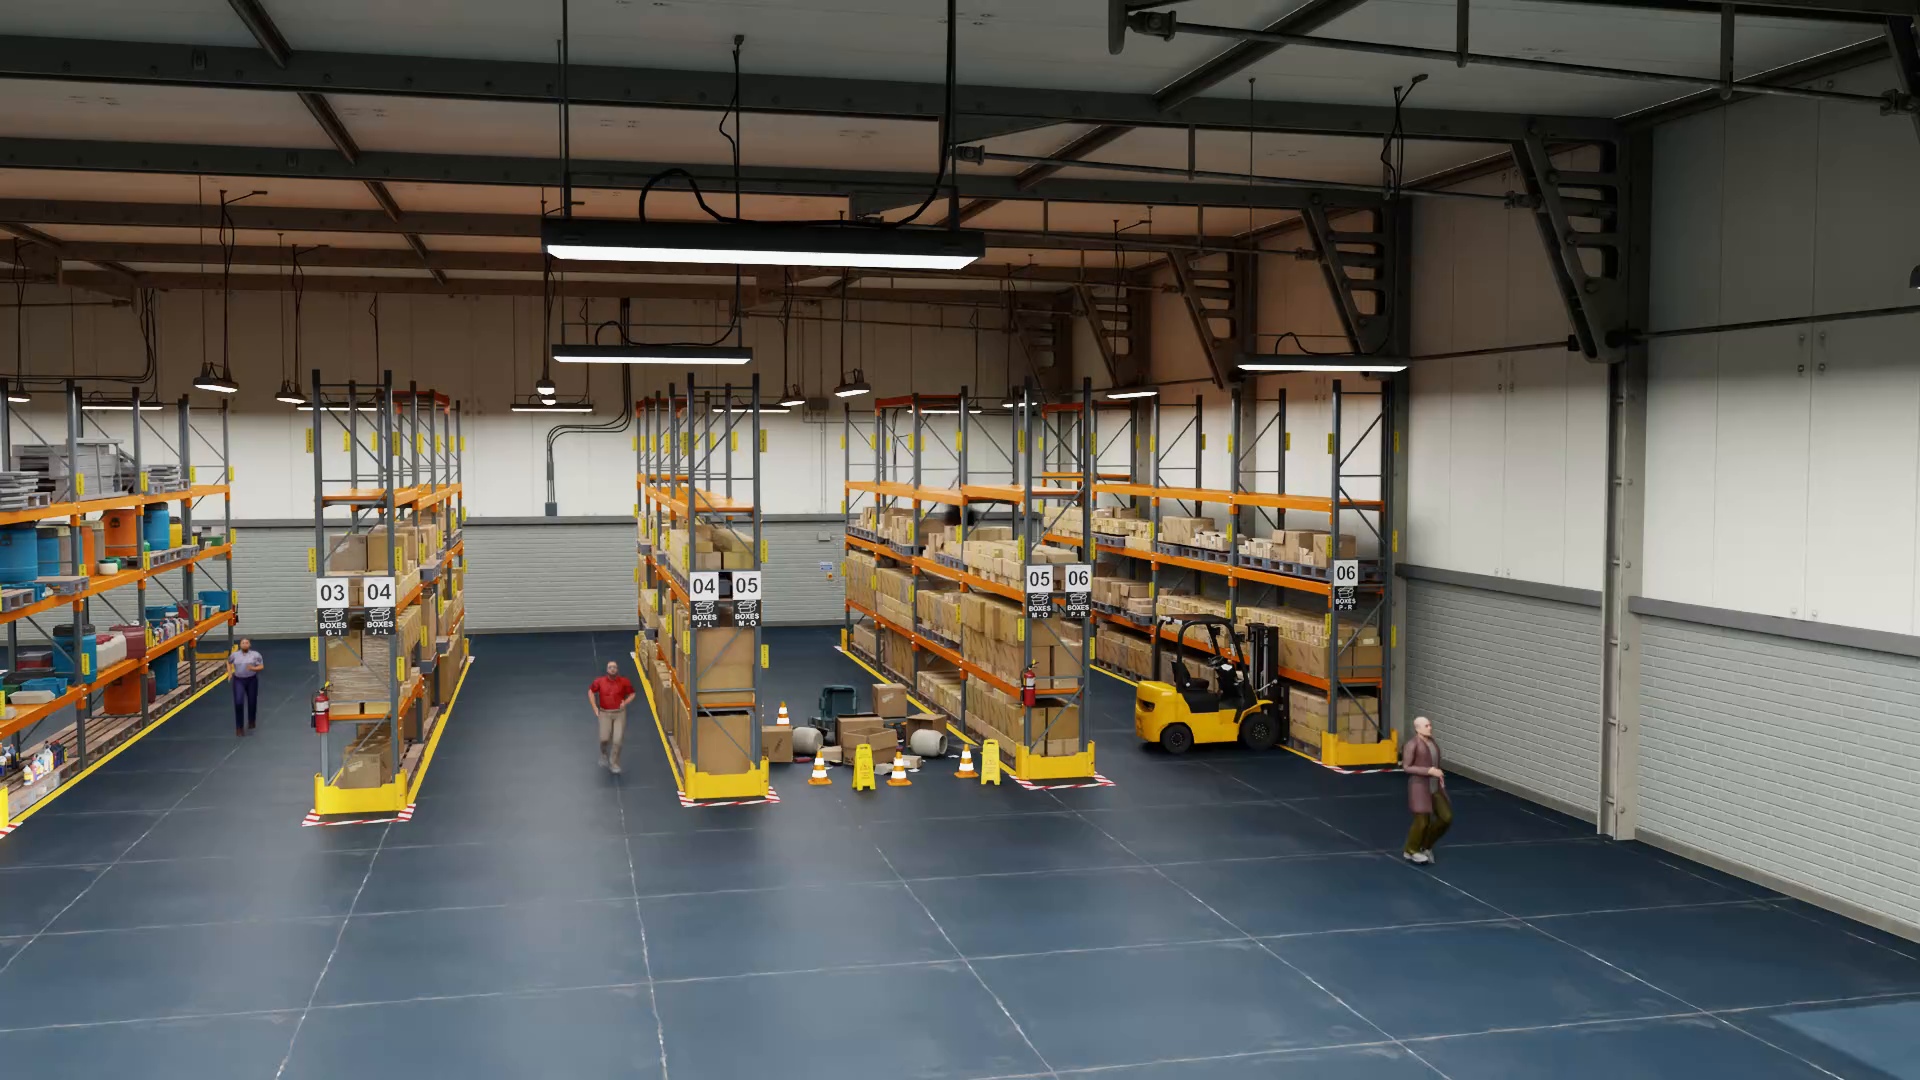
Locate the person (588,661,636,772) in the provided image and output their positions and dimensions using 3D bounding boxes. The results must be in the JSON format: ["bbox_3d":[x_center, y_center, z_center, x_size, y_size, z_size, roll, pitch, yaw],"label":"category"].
[{"bbox_3d":[-5.287,2.693,25.313,0.710,1.694,0.563,-1,3,-13],"label":"person"}]

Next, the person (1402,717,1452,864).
[{"bbox_3d":[5.562,2.988,19.722,0.692,1.769,0.686,-2,4,-32],"label":"person"}]

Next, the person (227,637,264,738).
[{"bbox_3d":[-12.341,2.521,28.731,0.582,1.708,0.775,-2,4,-25],"label":"person"}]
